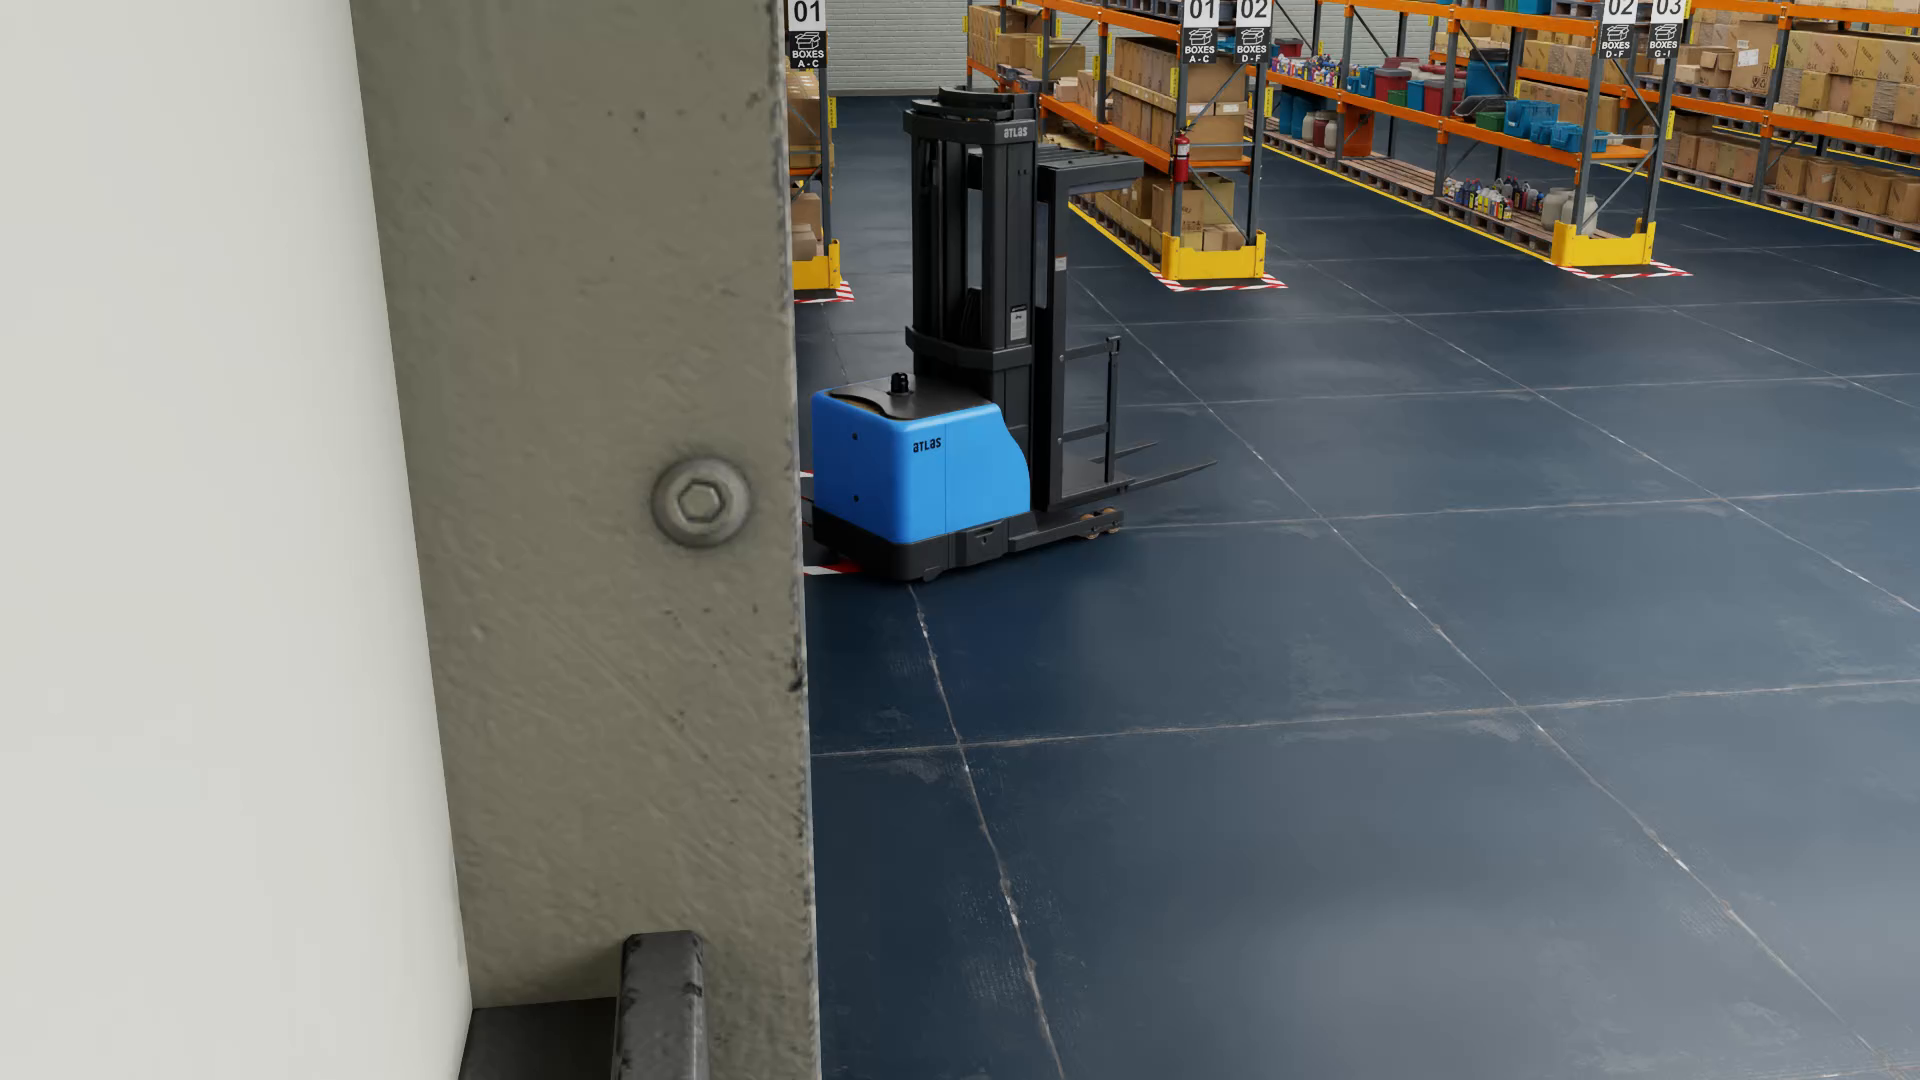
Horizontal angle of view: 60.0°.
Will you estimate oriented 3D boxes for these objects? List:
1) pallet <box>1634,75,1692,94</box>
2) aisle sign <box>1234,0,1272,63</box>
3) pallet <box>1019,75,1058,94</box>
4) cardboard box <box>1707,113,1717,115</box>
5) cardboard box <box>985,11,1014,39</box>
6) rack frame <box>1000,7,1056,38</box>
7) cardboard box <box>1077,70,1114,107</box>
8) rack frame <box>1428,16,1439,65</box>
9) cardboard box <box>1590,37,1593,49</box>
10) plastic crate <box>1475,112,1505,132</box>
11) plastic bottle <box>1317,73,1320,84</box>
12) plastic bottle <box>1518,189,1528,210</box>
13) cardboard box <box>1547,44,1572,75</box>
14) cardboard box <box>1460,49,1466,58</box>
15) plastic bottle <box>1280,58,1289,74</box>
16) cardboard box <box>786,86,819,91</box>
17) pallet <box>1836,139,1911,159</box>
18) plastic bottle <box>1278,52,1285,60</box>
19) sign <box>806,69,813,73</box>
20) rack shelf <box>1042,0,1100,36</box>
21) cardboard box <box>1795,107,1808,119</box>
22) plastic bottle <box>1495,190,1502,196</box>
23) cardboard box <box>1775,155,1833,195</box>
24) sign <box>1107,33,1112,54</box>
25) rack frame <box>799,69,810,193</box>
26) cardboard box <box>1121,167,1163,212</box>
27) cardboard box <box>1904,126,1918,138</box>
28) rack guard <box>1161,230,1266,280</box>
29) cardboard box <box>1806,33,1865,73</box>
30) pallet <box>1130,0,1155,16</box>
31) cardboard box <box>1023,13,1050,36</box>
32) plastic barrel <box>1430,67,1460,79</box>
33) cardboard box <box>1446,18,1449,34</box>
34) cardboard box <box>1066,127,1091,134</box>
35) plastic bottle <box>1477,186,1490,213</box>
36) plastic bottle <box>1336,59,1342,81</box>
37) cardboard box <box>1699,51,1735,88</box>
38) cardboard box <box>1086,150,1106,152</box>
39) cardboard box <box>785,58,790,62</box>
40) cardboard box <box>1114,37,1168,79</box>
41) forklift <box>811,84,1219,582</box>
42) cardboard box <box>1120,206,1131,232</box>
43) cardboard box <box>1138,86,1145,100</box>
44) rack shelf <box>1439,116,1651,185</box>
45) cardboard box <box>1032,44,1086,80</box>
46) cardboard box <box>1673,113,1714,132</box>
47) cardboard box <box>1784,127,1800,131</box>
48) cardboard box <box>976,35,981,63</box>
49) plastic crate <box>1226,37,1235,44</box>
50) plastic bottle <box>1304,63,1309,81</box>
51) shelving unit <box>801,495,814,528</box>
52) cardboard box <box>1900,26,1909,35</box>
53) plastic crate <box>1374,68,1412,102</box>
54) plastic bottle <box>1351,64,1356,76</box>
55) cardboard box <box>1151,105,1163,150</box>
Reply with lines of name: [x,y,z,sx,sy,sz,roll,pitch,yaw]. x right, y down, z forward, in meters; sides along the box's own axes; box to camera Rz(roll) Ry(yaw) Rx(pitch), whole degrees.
pallet: [11.813,-7.450,27.151,1.213,0.211,1.003,-3,21,-8]
aisle sign: [3.268,-5.724,18.539,0.394,0.787,0.004,-3,21,-8]
pallet: [1.635,-7.425,27.082,1.213,0.211,1.003,-3,21,-8]
cardboard box: [15.408,-8.720,33.750,0.380,0.149,0.250,-3,21,-8]
cardboard box: [0.747,-9.697,31.321,0.500,0.500,0.500,-3,21,-7]
rack frame: [1.225,-8.668,30.138,1.000,3.000,0.127,-3,21,-8]
cardboard box: [2.060,-6.750,24.859,0.500,0.500,0.500,-4,21,-11]
rack frame: [10.452,-10.552,35.180,1.000,3.000,0.127,-3,21,-8]
cardboard box: [11.425,-8.778,28.855,0.797,0.503,0.637,-2,21,-6]
plastic crate: [7.197,-5.563,22.128,0.450,0.188,0.662,-3,21,-8]
plastic bottle: [6.121,-7.847,28.222,0.097,0.201,0.097,0,20,0]
plastic bottle: [7.647,-4.632,22.584,0.061,0.283,0.133,-3,21,-8]
cardboard box: [10.993,-8.694,30.064,0.500,0.500,0.500,-3,21,-9]
cardboard box: [10.364,-9.849,33.659,0.380,0.149,0.250,-3,21,-8]
plastic bottle: [5.870,-8.553,30.005,0.152,0.276,0.135,-3,21,-8]
cardboard box: [-1.847,-5.084,19.655,0.500,0.500,0.500,-4,21,-10]
pallet: [16.417,-6.961,29.552,1.003,0.211,1.213,-3,21,-8]
plastic bottle: [5.863,-8.741,30.404,0.144,0.351,0.185,-3,21,-8]
sign: [-1.987,-6.083,21.978,0.100,0.325,0.005,-3,21,-8]
rack shelf: [2.090,-7.659,24.177,1.077,0.370,4.000,-3,21,-8]
cardboard box: [12.002,-6.017,23.398,0.380,0.149,0.250,-3,21,-8]
plastic bottle: [7.218,-4.580,22.456,0.152,0.276,0.135,-3,21,-8]
cardboard box: [12.200,-5.282,24.043,0.500,0.500,0.500,-4,21,-9]
sign: [2.351,-7.855,26.305,0.100,0.325,0.005,-3,21,-8]
rack frame: [-2.523,-5.647,22.049,1.000,3.000,0.127,-3,21,-8]
cardboard box: [2.354,-4.463,21.136,0.500,0.500,0.500,-3,21,-8]
cardboard box: [12.370,-5.240,21.319,0.380,0.149,0.250,-3,21,-8]
rack guard: [2.958,-3.334,19.429,1.175,0.500,0.348,-3,21,-8]
cardboard box: [12.069,-6.710,22.897,0.500,0.500,0.500,-3,21,-8]
pallet: [2.700,-6.547,20.297,1.003,0.211,1.213,-3,21,-8]
cardboard box: [1.436,-9.361,30.420,0.500,0.500,0.500,-2,21,-6]
plastic barrel: [7.254,-6.807,24.960,0.433,0.535,0.433,0,20,0]
cardboard box: [10.326,-10.619,34.078,0.500,0.500,0.500,-3,21,-9]
cardboard box: [2.019,-6.490,27.250,0.500,0.500,0.500,-2,21,-5]
plastic bottle: [7.075,-4.599,22.400,0.144,0.351,0.185,-3,21,-8]
plastic bottle: [6.611,-8.156,28.837,0.144,0.351,0.185,-3,21,-8]
cardboard box: [11.840,-7.237,25.559,0.797,0.503,0.637,-1,20,-2]
cardboard box: [1.886,-5.548,24.312,0.500,0.311,0.500,-3,21,-8]
cardboard box: [-2.820,-6.693,24.076,0.700,0.500,0.500,-3,21,-8]
cardboard box: [2.449,-6.400,22.067,0.700,0.500,0.500,-3,21,-7]
forklift: [0.496,-1.509,11.067,3.031,2.935,1.130,-15,25,-35]
cardboard box: [2.357,-4.112,21.267,0.500,0.250,0.500,-3,21,-8]
cardboard box: [2.452,-5.610,20.880,0.380,0.149,0.250,-3,21,-8]
rack shelf: [7.569,-5.117,21.659,1.077,0.370,4.000,-3,21,-8]
cardboard box: [1.599,-7.739,26.907,0.700,0.500,0.500,-10,23,-26]
cardboard box: [11.818,-6.754,26.886,0.500,0.250,0.500,-1,20,-2]
cardboard box: [15.873,-7.955,31.201,0.500,0.500,0.500,-2,21,-5]
cardboard box: [0.601,-9.581,32.438,0.500,0.500,0.500,-3,21,-8]
plastic crate: [5.784,-10.240,34.209,0.616,0.435,0.499,-3,21,-8]
plastic bottle: [6.013,-8.102,28.787,0.061,0.283,0.133,-3,21,-8]
shelving unit: [-1.393,-0.266,11.594,0.252,0.215,1.050,-16,25,-38]
cardboard box: [20.200,-10.567,35.078,0.500,0.500,0.500,-3,21,-8]
plastic crate: [6.634,-6.987,25.544,0.402,0.464,0.583,-3,21,-8]
plastic bottle: [6.805,-8.079,28.744,0.097,0.271,0.097,0,20,0]
cardboard box: [2.754,-5.076,20.378,0.700,0.500,0.500,-3,21,-7]
